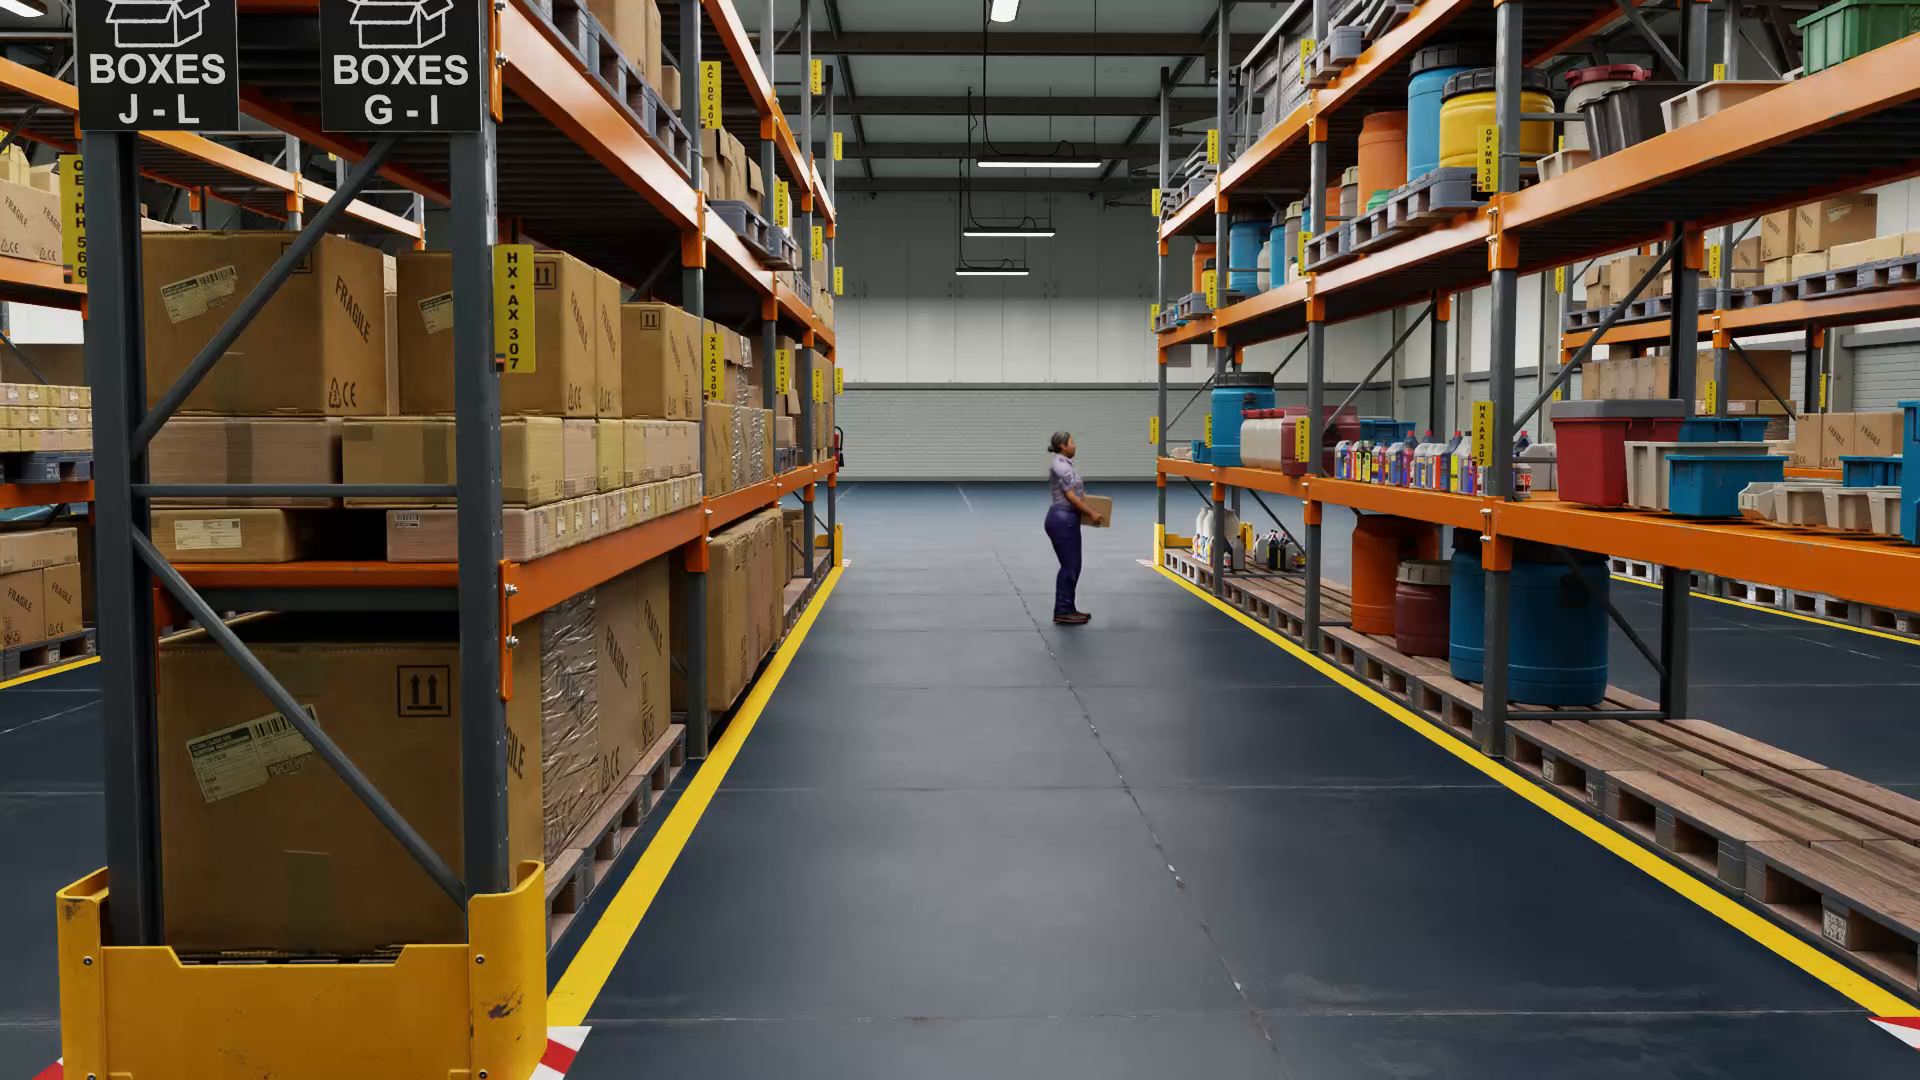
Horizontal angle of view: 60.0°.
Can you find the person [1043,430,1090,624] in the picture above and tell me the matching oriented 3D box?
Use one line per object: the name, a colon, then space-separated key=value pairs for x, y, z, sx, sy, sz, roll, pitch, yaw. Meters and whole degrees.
person: x=0.942 y=-0.122 z=14.362 sx=0.423 sy=1.651 sz=0.542 roll=0 pitch=4 yaw=-4
